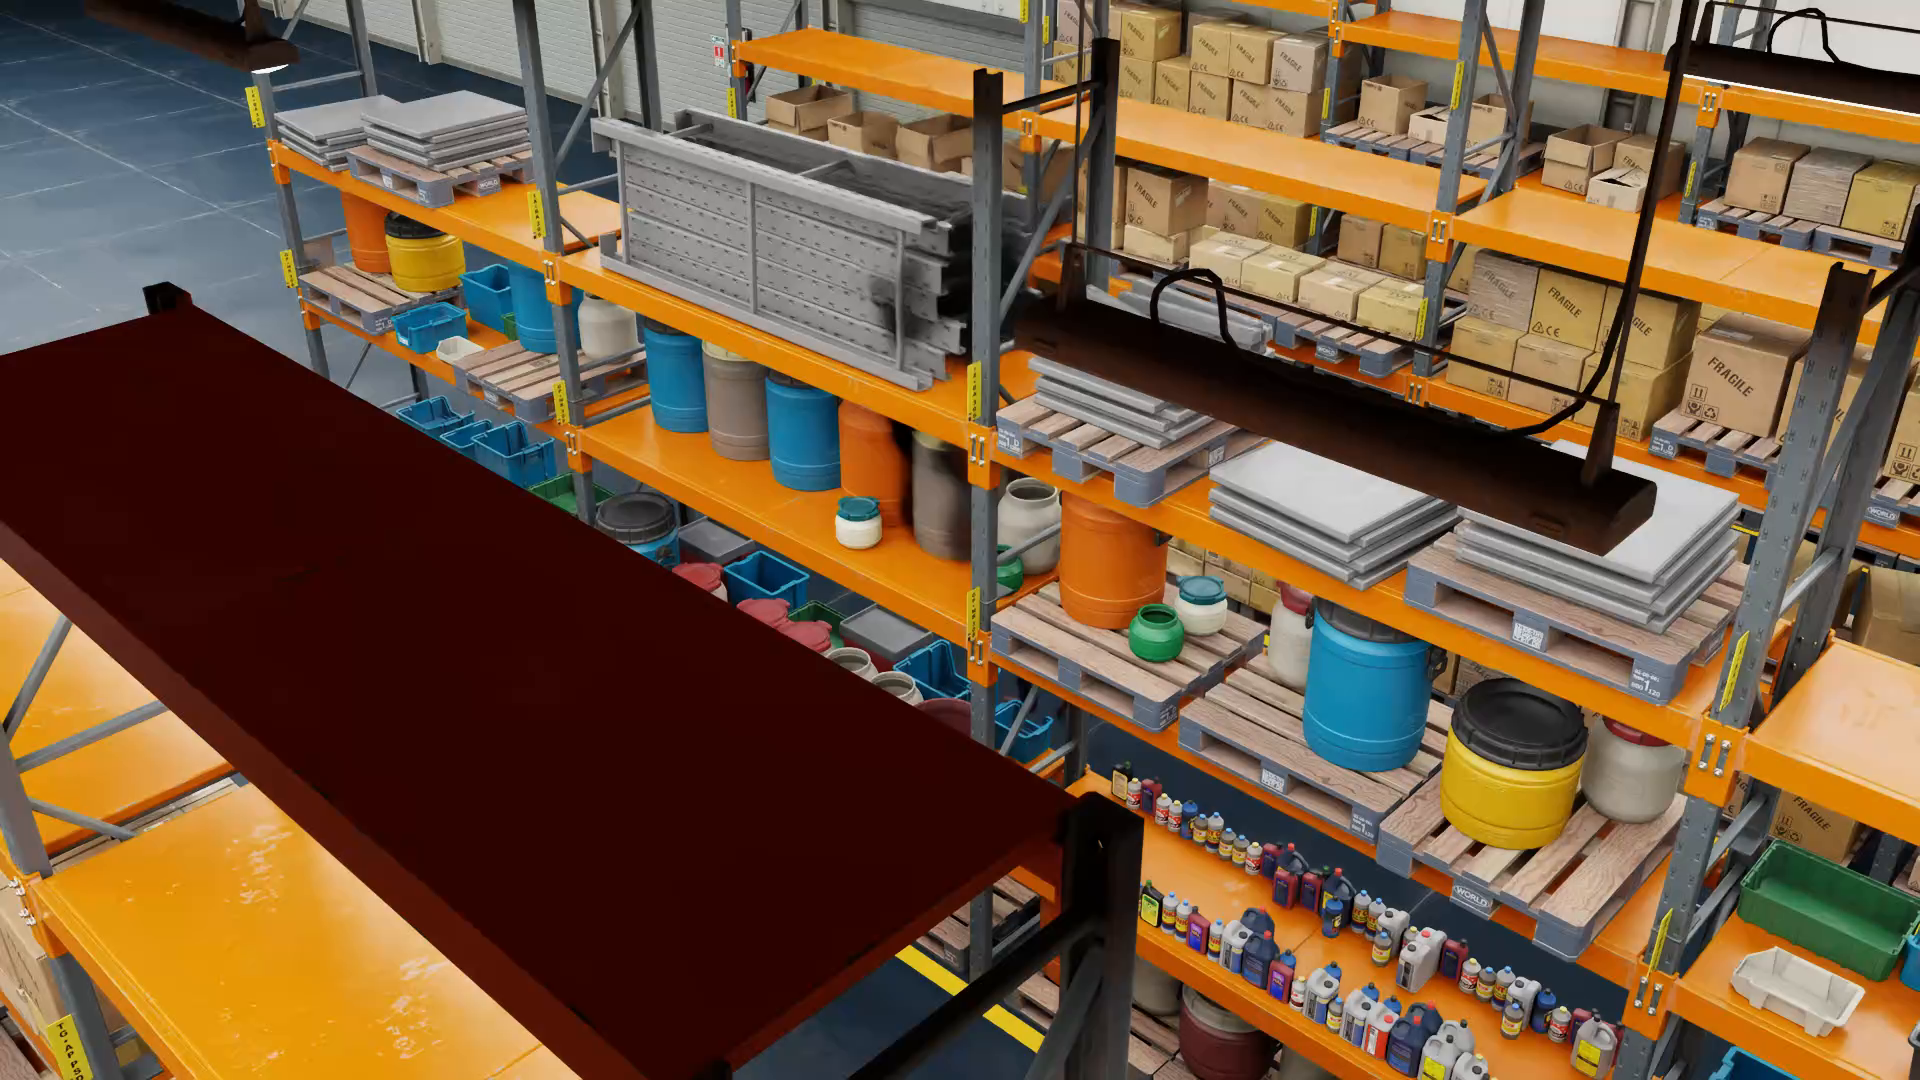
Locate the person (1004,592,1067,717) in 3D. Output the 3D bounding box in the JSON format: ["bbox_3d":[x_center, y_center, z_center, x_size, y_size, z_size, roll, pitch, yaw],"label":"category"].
[{"bbox_3d":[0.634,0.670,12.808,0.662,1.623,0.625,18,34,29],"label":"person"}]
